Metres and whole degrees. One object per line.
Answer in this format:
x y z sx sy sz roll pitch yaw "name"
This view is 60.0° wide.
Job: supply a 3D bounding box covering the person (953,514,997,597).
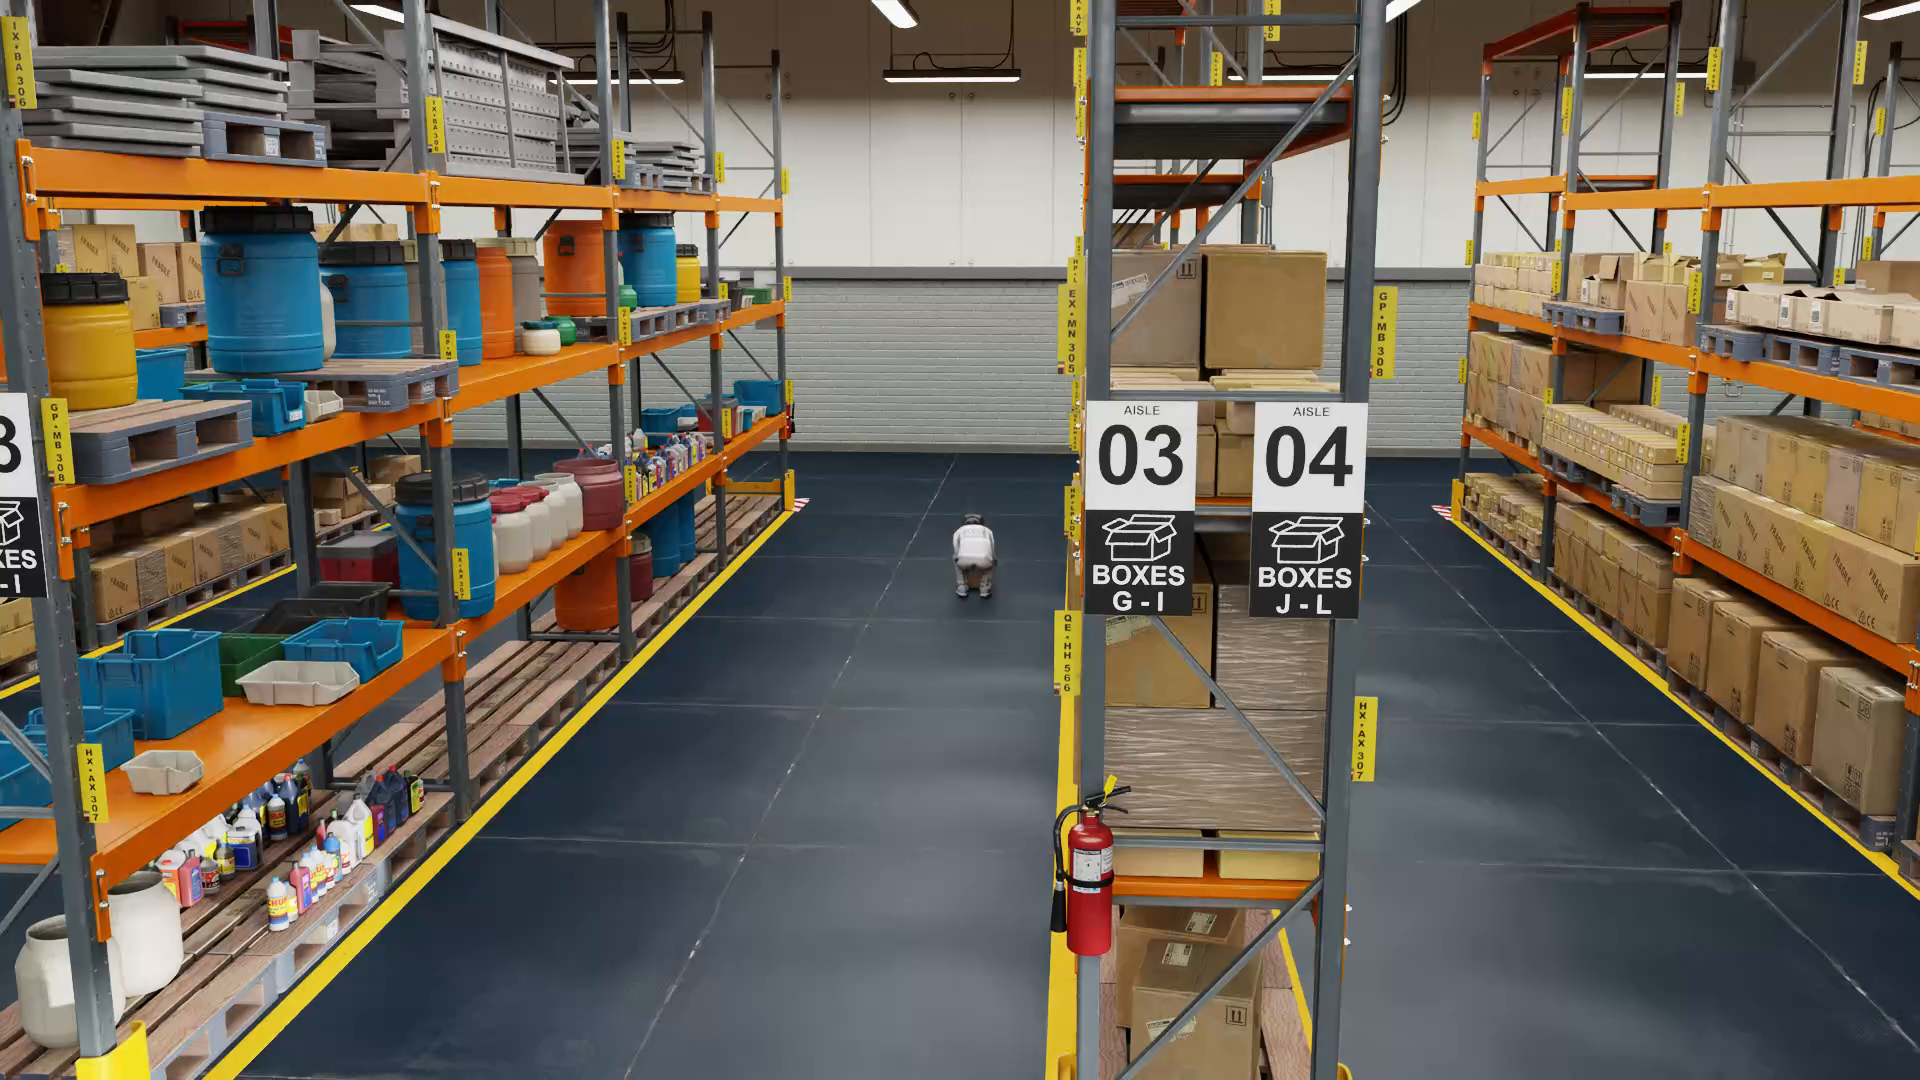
0.156 0.188 17.453 0.464 0.823 0.898 1 11 4 "person"
